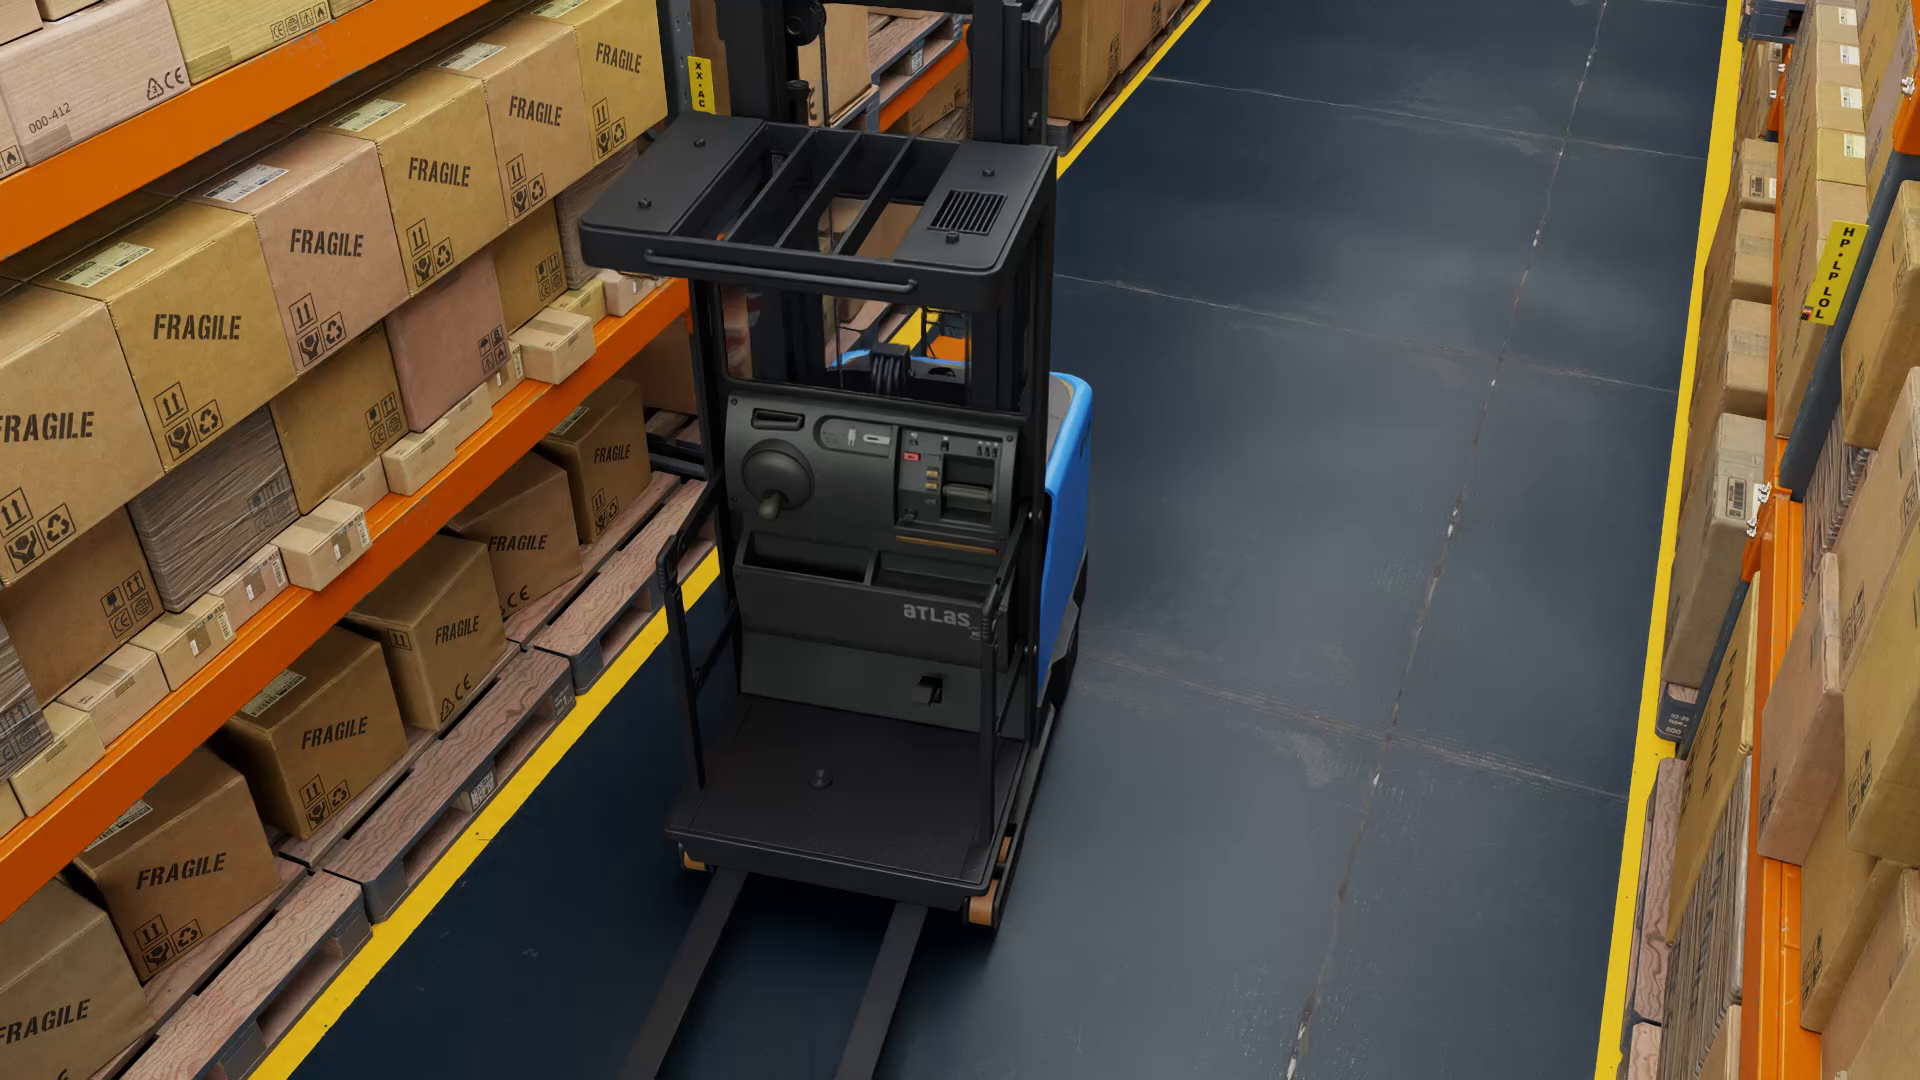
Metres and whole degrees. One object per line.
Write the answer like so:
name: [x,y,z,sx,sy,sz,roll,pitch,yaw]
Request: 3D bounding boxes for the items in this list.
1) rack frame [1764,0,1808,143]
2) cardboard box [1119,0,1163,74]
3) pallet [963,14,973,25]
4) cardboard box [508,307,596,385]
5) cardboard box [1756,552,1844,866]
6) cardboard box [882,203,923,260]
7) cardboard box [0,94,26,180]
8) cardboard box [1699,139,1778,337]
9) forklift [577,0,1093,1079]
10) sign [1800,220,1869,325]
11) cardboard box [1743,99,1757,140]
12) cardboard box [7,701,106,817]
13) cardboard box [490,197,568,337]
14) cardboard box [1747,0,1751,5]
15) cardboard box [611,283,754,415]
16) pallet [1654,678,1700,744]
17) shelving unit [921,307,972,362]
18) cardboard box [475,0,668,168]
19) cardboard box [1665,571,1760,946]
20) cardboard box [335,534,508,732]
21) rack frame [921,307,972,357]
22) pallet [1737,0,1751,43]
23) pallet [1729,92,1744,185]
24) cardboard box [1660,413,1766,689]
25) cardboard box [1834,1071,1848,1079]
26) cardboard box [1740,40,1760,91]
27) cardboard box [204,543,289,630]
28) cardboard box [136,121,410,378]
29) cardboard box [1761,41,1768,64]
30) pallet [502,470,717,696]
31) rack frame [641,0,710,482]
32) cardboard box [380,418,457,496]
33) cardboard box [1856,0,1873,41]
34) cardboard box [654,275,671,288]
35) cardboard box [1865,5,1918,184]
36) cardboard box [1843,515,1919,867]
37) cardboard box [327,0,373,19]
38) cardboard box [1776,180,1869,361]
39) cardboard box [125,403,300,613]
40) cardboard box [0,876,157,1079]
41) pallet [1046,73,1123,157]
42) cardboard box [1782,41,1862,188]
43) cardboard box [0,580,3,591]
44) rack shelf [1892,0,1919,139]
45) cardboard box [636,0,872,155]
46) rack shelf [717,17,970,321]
rack frame: [4.601,-2.447,8.018,1.000,3.000,0.127,14,39,18]
cardboard box: [0.680,-3.819,11.278,1.225,0.875,0.875,14,39,18]
pallet: [-0.121,-3.137,9.102,1.213,0.211,1.003,14,39,18]
cardboard box: [-1.527,-0.707,5.900,0.380,0.149,0.250,14,39,18]
cardboard box: [2.447,0.496,3.955,0.875,0.550,0.550,14,39,18]
cardboard box: [-0.593,-1.807,8.882,0.700,0.500,0.500,17,40,21]
cardboard box: [-2.379,-0.840,3.488,0.500,0.250,0.500,13,39,17]
cardboard box: [4.286,-1.397,8.143,1.050,0.750,0.750,13,39,17]
forklift: [-0.332,-0.148,5.000,1.130,2.935,3.031,8,38,11]
sign: [2.573,-0.783,4.891,0.100,0.325,0.005,14,39,18]
cardboard box: [4.810,-2.325,9.592,0.500,0.500,0.500,15,39,20]
cardboard box: [-2.441,0.525,4.253,0.380,0.149,0.250,14,39,18]
cardboard box: [-1.921,-1.074,5.849,0.875,0.500,0.500,14,39,18]
cardboard box: [5.957,-3.983,12.103,0.380,0.149,0.250,14,39,18]
cardboard box: [-1.216,-0.928,7.707,0.700,0.500,0.500,11,38,14]
pallet: [3.302,0.440,6.485,1.003,0.211,1.213,14,39,18]
shelving unit: [-0.005,-0.473,6.880,0.258,1.200,0.189,14,39,18]
cardboard box: [-1.387,-1.666,5.806,0.500,0.500,0.500,14,39,18]
cardboard box: [2.775,0.783,5.121,0.875,0.875,0.875,14,39,18]
cardboard box: [-2.034,0.308,6.070,0.500,0.500,0.500,11,38,14]
rack frame: [-0.040,-0.422,6.812,0.240,1.200,0.006,14,39,18]
pallet: [6.345,-3.925,12.324,1.003,0.211,1.213,14,39,18]
pallet: [5.365,-2.436,10.332,1.003,0.211,1.213,14,39,18]
cardboard box: [3.232,0.136,6.090,1.050,0.750,0.750,14,39,18]
cardboard box: [1.845,1.397,2.750,0.875,0.550,0.550,14,39,18]
cardboard box: [5.396,-3.187,10.745,0.500,0.500,0.500,16,40,20]
cardboard box: [-2.193,0.100,4.821,0.380,0.149,0.250,14,39,18]
cardboard box: [-1.960,-0.836,4.696,0.500,0.500,0.500,14,39,18]
cardboard box: [5.008,-2.913,9.752,0.500,0.250,0.500,15,39,19]
pallet: [-1.693,0.079,6.969,1.003,0.211,1.213,14,39,18]
rack frame: [-1.470,-1.418,6.642,1.000,3.000,0.127,14,39,18]
cardboard box: [-1.864,-0.304,5.362,0.380,0.149,0.250,14,39,18]
cardboard box: [4.229,-2.361,6.985,0.700,0.500,0.500,13,39,17]
cardboard box: [-1.280,-1.132,6.468,0.380,0.149,0.250,14,39,18]
cardboard box: [3.648,-1.514,5.852,0.700,0.500,0.500,14,39,18]
cardboard box: [2.278,0.365,3.229,0.875,0.550,0.500,14,39,18]
cardboard box: [-1.799,-1.678,4.609,0.500,0.250,0.500,14,39,17]
cardboard box: [3.222,-0.902,5.868,0.500,0.500,0.500,13,39,17]
cardboard box: [-2.448,-0.232,4.723,0.875,0.500,0.500,14,39,18]
cardboard box: [-2.739,1.288,4.759,0.500,0.500,0.500,21,42,26]
pallet: [0.422,-2.935,11.001,1.003,0.211,1.213,14,39,18]
cardboard box: [3.797,-1.739,6.987,0.500,0.500,0.500,14,39,18]
cardboard box: [-2.531,-0.006,3.585,0.500,0.500,0.500,14,39,18]
rack shelf: [3.840,-2.253,5.854,1.077,0.370,4.000,14,39,18]
cardboard box: [-1.038,-2.235,6.882,1.000,1.000,1.000,14,39,18]
rack shelf: [-0.709,-2.237,8.339,1.077,0.370,4.000,14,39,18]
